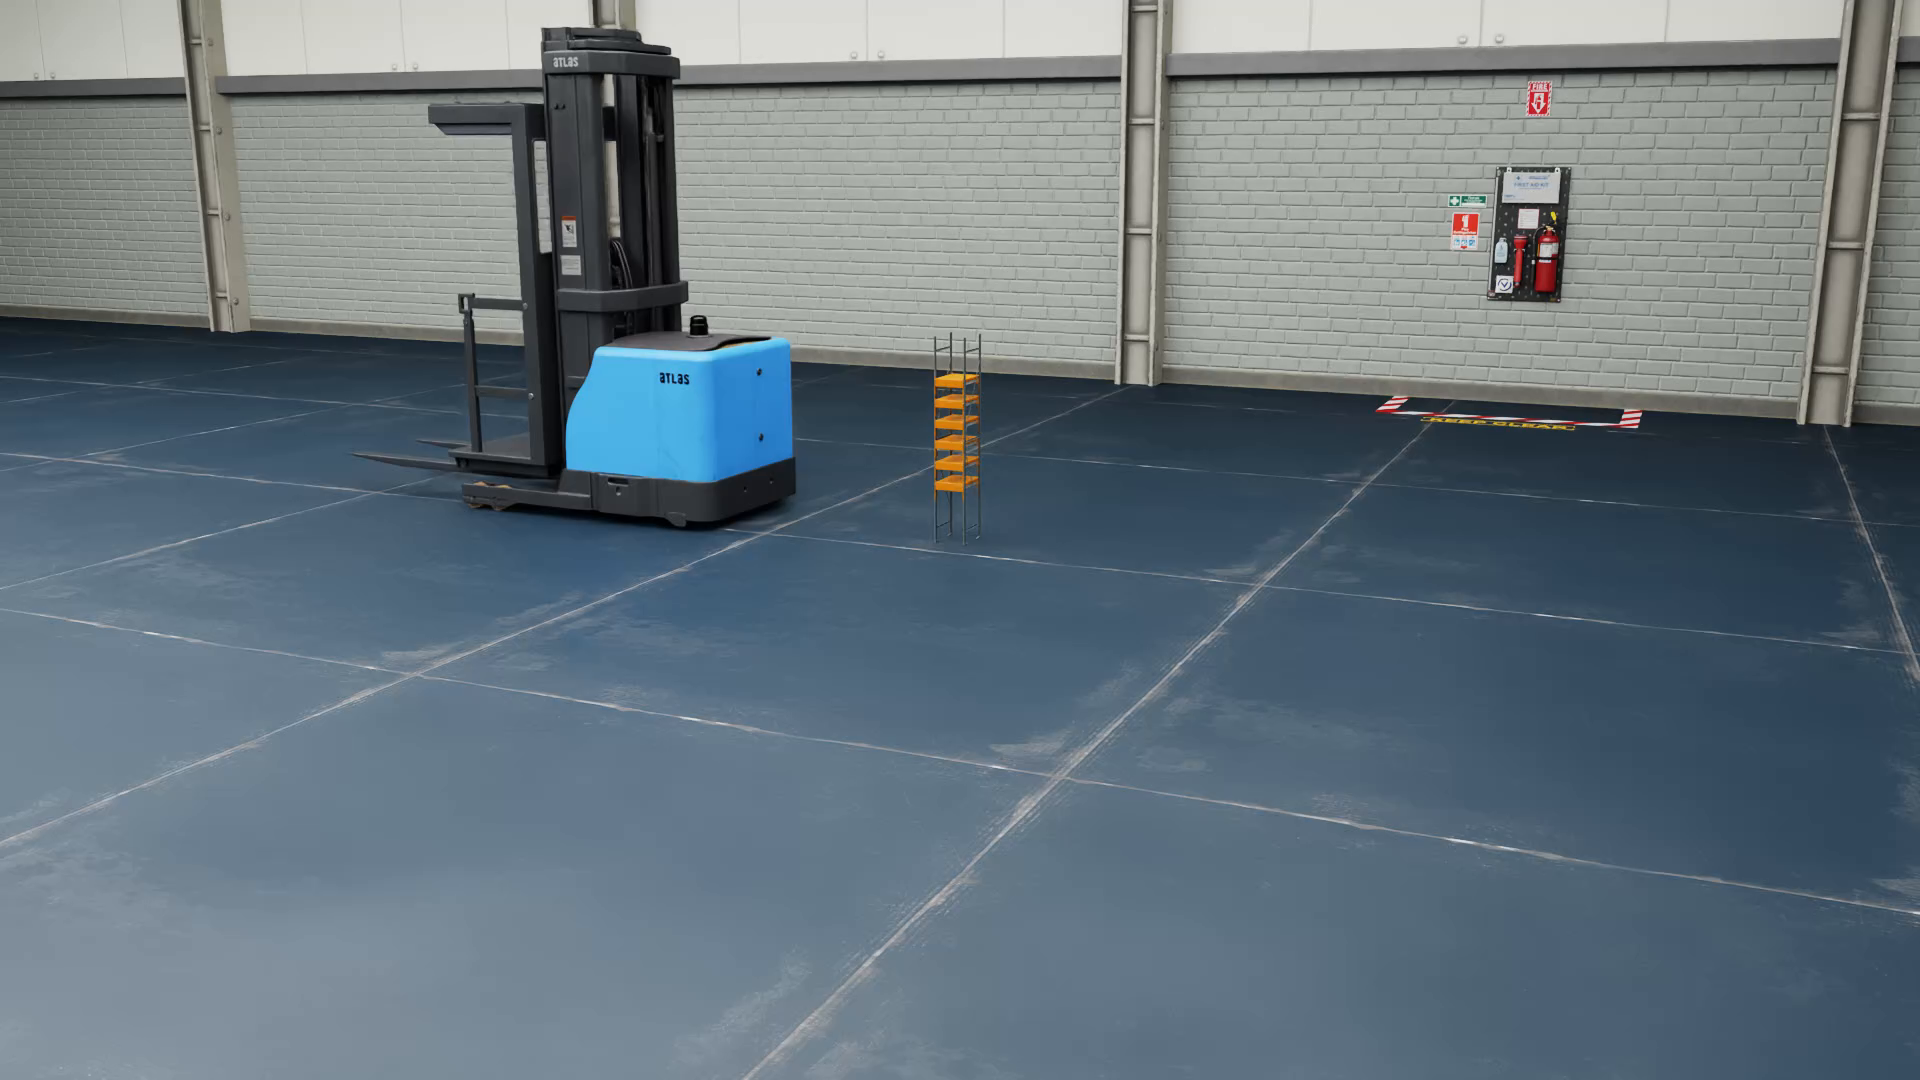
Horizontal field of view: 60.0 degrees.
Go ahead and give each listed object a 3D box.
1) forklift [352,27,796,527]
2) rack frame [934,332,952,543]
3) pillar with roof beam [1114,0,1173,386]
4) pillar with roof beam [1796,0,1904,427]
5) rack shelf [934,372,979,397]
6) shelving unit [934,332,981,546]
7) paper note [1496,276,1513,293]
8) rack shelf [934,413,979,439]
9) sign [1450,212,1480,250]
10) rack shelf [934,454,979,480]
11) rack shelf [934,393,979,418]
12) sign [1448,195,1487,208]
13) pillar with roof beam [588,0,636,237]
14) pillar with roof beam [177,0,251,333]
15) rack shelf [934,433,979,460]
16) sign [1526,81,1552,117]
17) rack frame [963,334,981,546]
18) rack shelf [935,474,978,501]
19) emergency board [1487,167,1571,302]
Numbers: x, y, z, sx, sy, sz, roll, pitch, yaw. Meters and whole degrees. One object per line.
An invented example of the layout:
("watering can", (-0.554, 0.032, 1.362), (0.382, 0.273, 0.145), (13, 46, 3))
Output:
("forklift", (-2.614, -1.712, 10.636), (3.031, 2.935, 1.130), (6, 15, 25))
("rack frame", (-0.097, -0.594, 9.660), (0.006, 1.200, 0.240), (6, 14, 23))
("pillar with roof beam", (0.009, -5.021, 11.453), (0.400, 9.000, 9.100), (6, 14, 23))
("pillar with roof beam", (5.495, -4.466, 9.087), (0.400, 9.000, 9.100), (6, 14, 23))
("rack shelf", (-0.013, -0.893, 9.551), (0.180, 0.103, 0.258), (6, 14, 23))
("shelving unit", (-0.013, -0.585, 9.623), (0.189, 1.200, 0.258), (6, 14, 23))
("paper note", (4.861, -2.283, 14.845), (0.142, 0.148, 0.016), (6, 14, 23))
("rack shelf", (-0.013, -0.659, 9.606), (0.180, 0.103, 0.258), (6, 14, 23))
("sign", (4.531, -2.771, 14.919), (0.234, 0.329, 0.001), (6, 14, 23))
("rack shelf", (-0.013, -0.425, 9.661), (0.180, 0.103, 0.258), (6, 14, 23))
("rack shelf", (-0.013, -0.776, 9.579), (0.180, 0.103, 0.258), (6, 14, 23))
("sign", (4.531, -3.026, 14.848), (0.331, 0.109, 0.001), (6, 14, 23))
("pillar with roof beam", (-5.477, -5.576, 13.819), (0.400, 9.000, 9.100), (6, 14, 23))
("pillar with roof beam", (-10.963, -6.131, 16.185), (0.400, 9.000, 9.100), (6, 14, 23))
("rack shelf", (-0.013, -0.542, 9.634), (0.180, 0.103, 0.258), (6, 14, 23))
("sign", (5.027, -3.831, 14.440), (0.199, 0.298, 0.001), (6, 14, 23))
("rack frame", (0.070, -0.577, 9.587), (0.006, 1.200, 0.240), (6, 14, 23))
("rack shelf", (-0.013, -0.309, 9.688), (0.180, 0.103, 0.258), (6, 14, 23))
("emergency board", (4.994, -2.681, 14.613), (0.643, 1.169, 0.194), (6, 14, 23))
